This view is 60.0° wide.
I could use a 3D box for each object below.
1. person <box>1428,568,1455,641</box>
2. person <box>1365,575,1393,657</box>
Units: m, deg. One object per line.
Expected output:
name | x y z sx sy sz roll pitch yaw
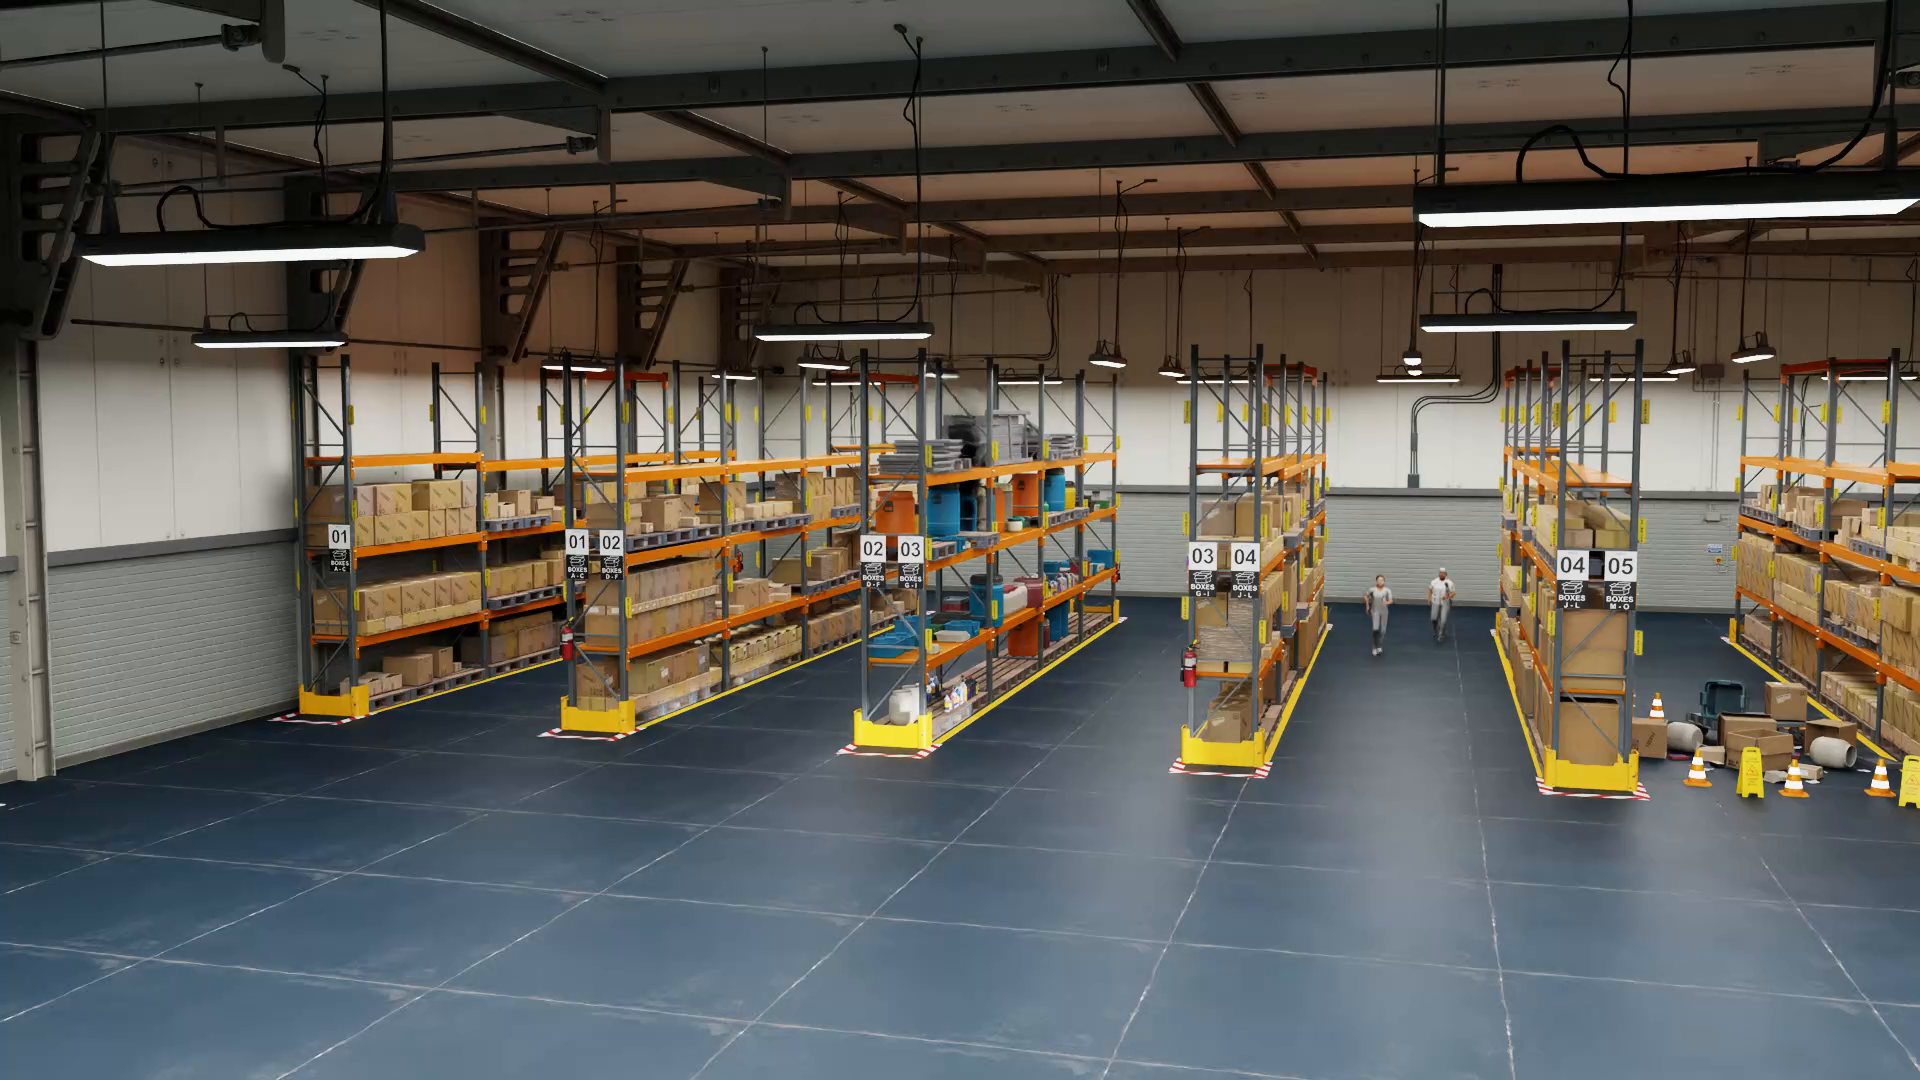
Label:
person | 10.654 1.427 36.854 0.599 1.626 0.555 2 5 22
person | 8.730 1.573 34.651 0.536 1.704 0.718 0 4 6
